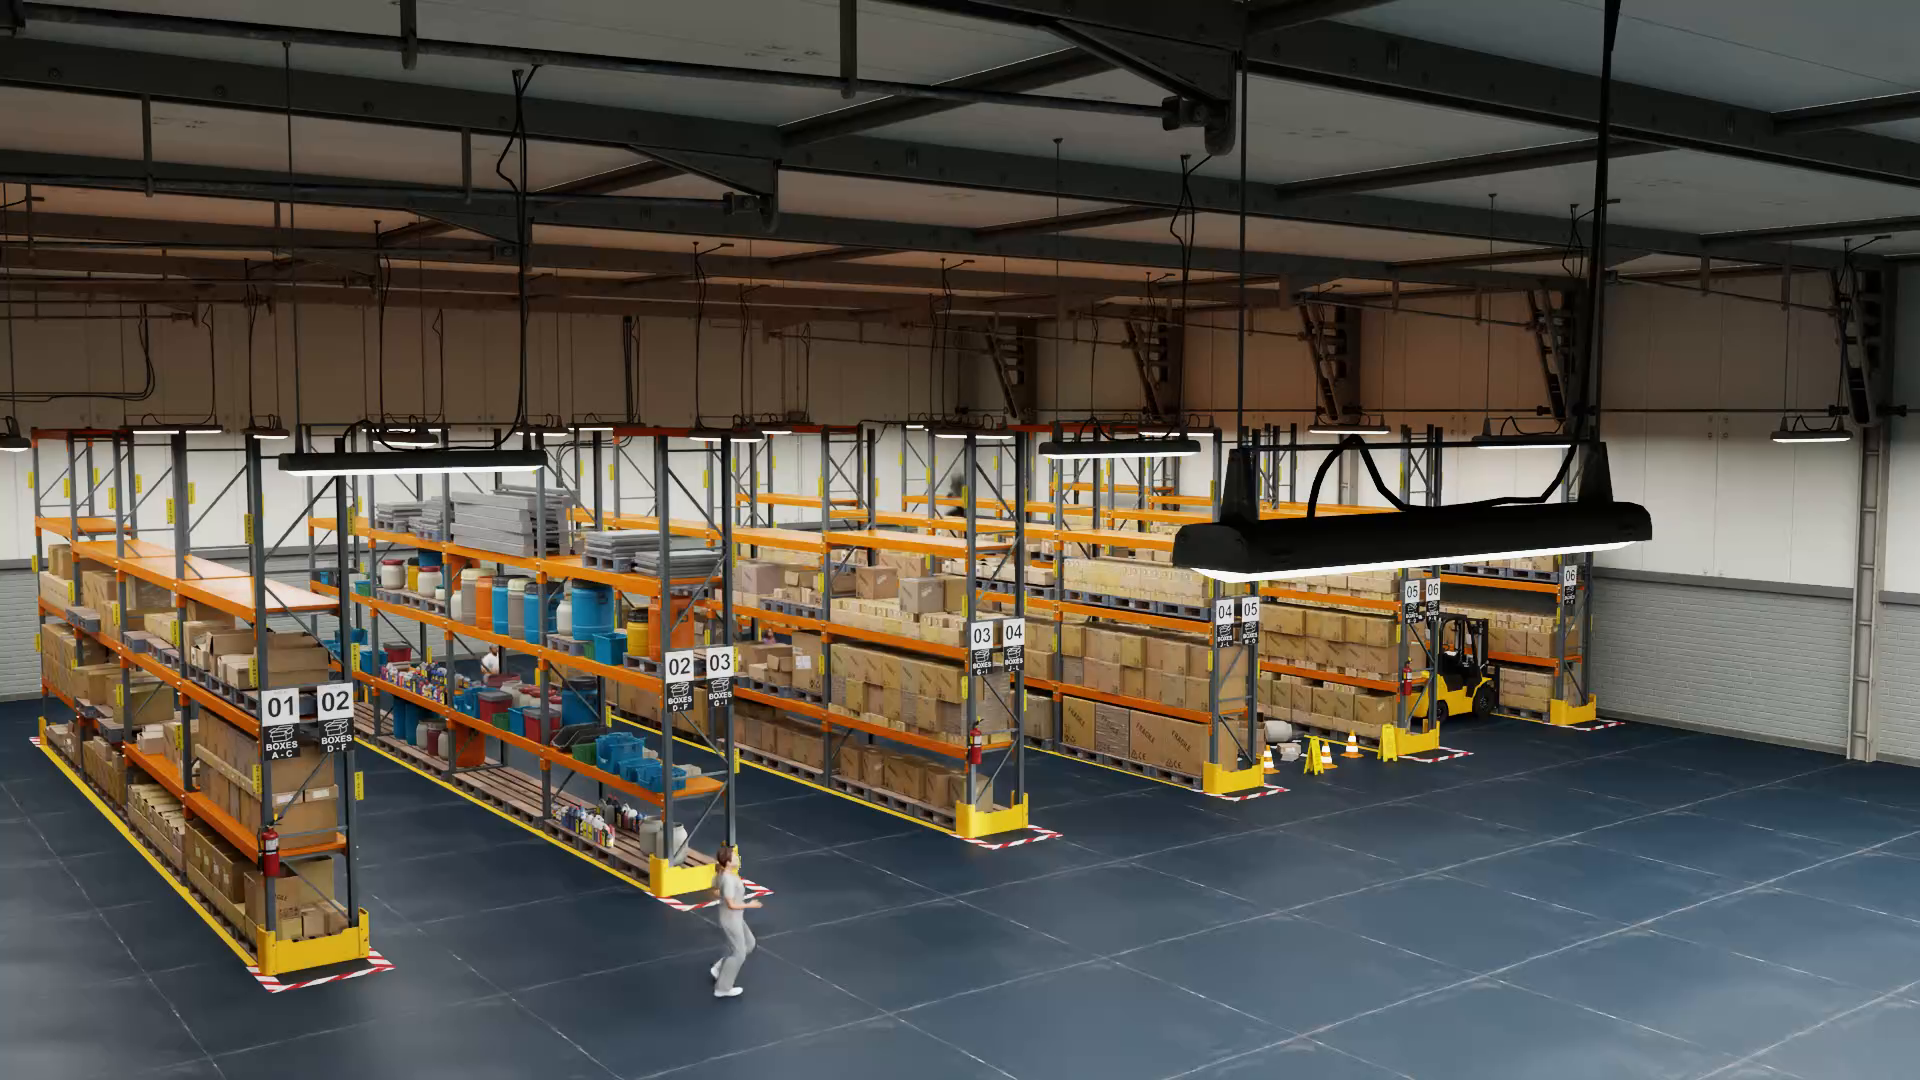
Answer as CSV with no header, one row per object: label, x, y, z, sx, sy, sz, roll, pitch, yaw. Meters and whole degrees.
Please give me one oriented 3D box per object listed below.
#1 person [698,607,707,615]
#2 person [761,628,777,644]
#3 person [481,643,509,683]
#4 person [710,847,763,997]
person,-6.262,2.350,40.287,0.635,1.696,0.716,2,5,21
person,-4.202,2.808,36.606,0.547,1.337,0.552,-3,5,-34
person,-9.352,2.877,33.389,0.923,1.688,0.604,4,6,41
person,-2.417,4.099,17.927,0.557,1.626,0.555,-1,5,-15
